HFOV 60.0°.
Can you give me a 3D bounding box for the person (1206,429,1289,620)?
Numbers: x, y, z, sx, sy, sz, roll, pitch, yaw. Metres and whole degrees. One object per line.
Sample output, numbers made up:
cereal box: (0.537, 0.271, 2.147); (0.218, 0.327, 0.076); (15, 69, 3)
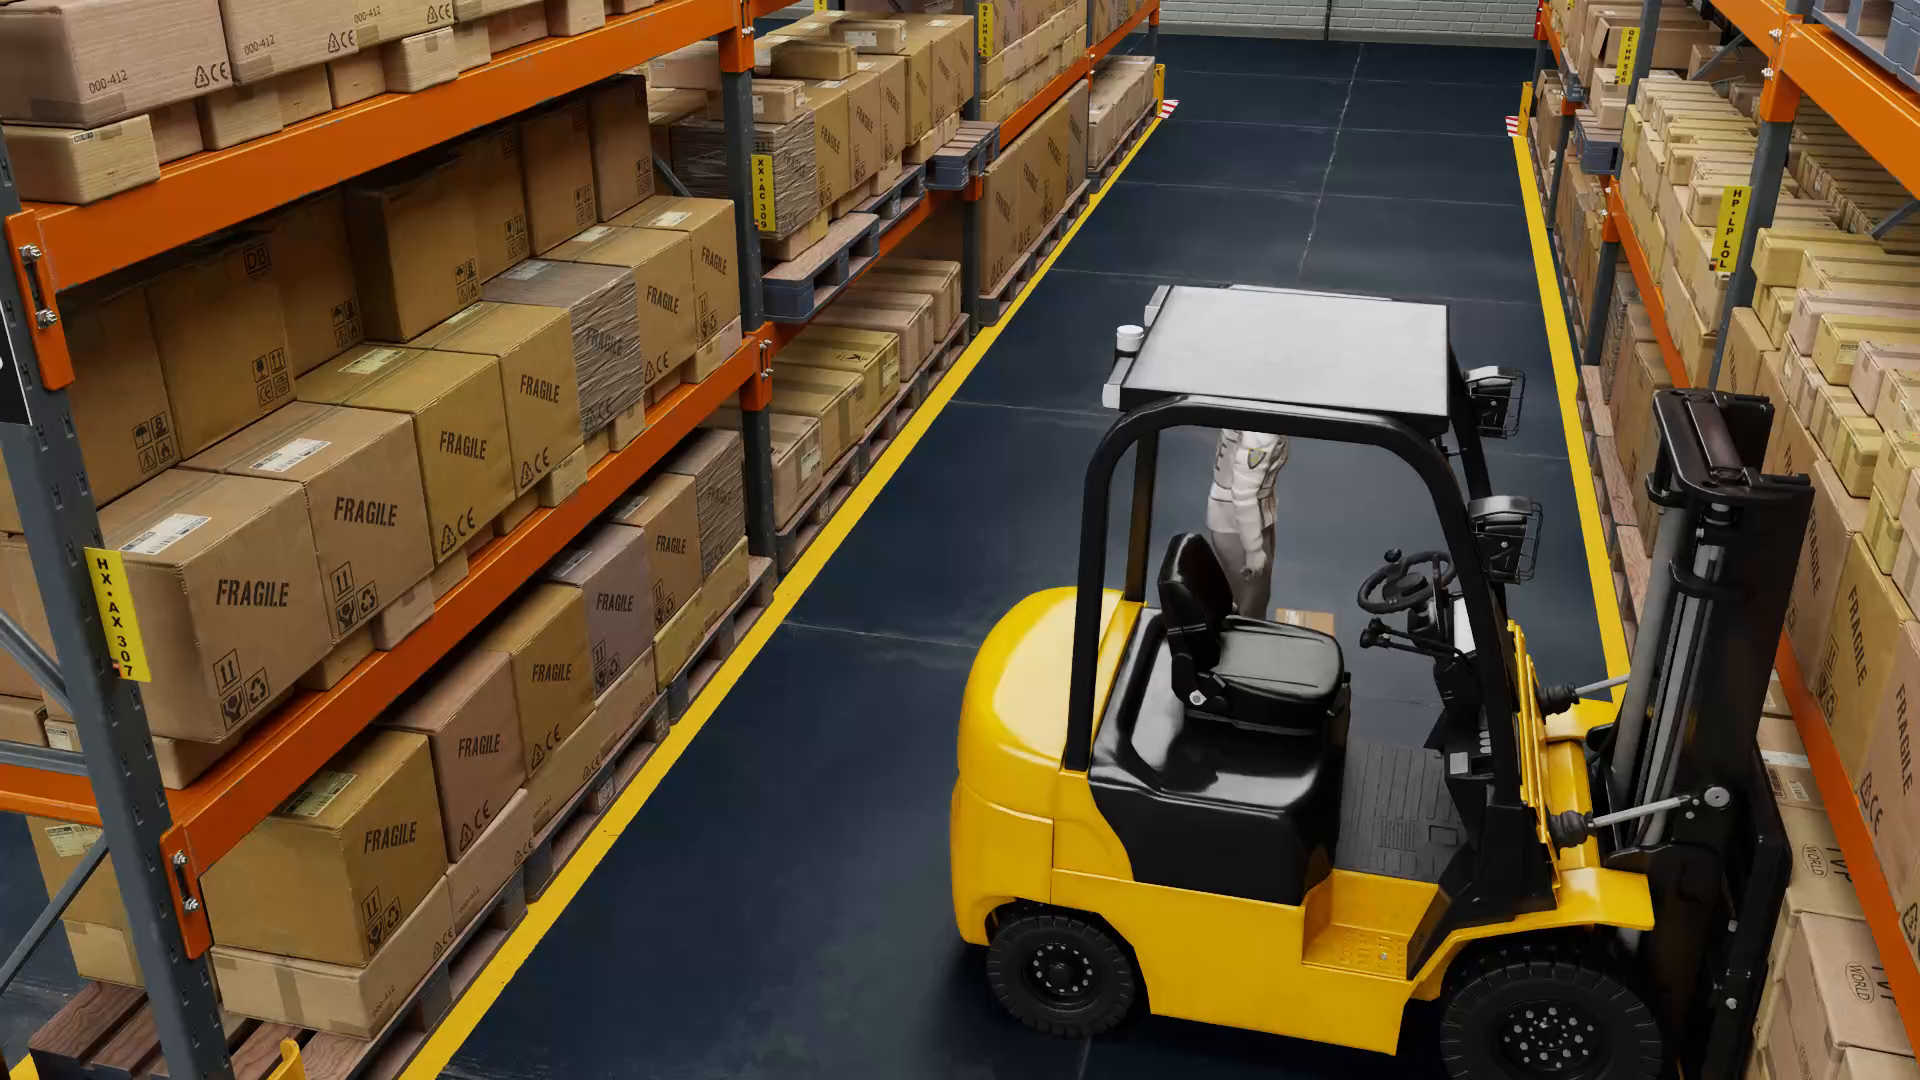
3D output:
person: (1.178, -0.048, 6.709); (0.375, 1.661, 0.532); (5, 26, 11)
